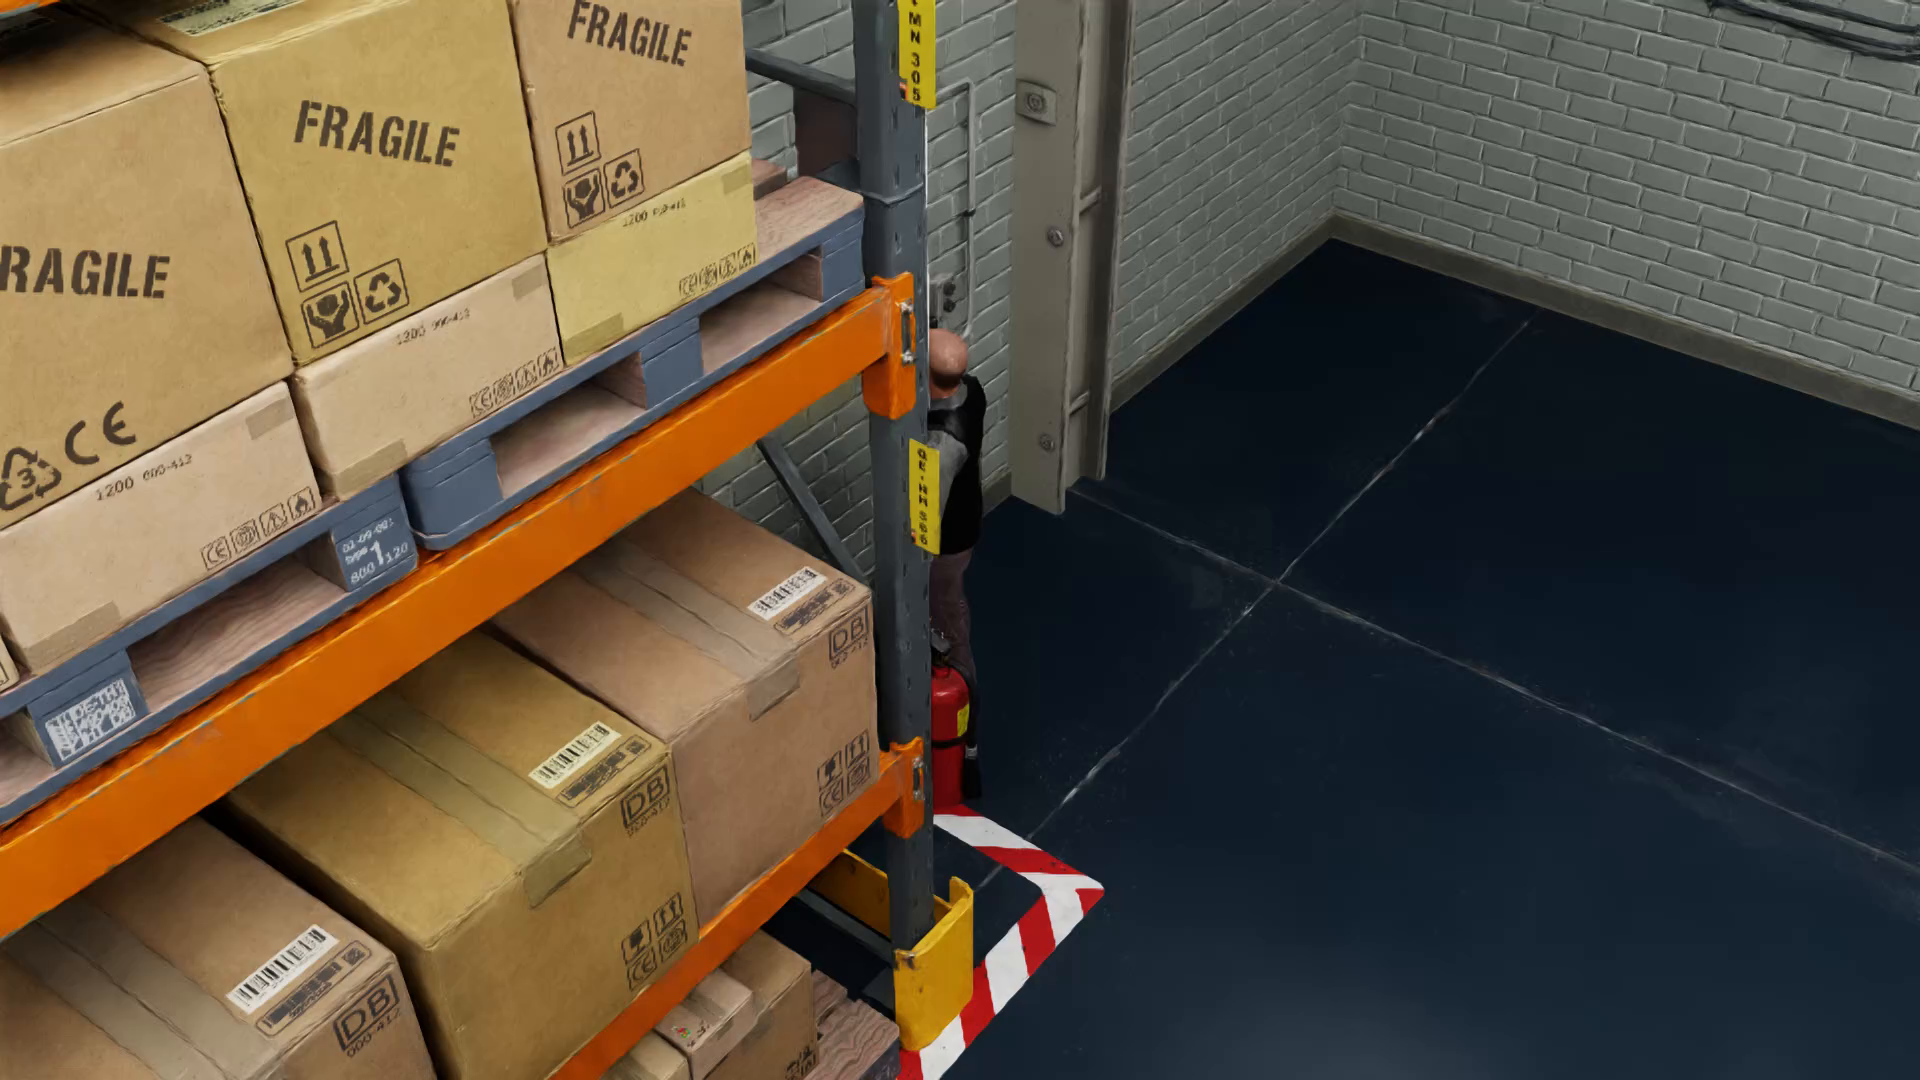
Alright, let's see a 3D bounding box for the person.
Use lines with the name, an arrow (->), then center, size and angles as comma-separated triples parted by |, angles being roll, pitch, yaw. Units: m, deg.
person -> -0.100, -0.009, 6.158 | 0.353, 1.725, 0.678 | 5, 39, 7
